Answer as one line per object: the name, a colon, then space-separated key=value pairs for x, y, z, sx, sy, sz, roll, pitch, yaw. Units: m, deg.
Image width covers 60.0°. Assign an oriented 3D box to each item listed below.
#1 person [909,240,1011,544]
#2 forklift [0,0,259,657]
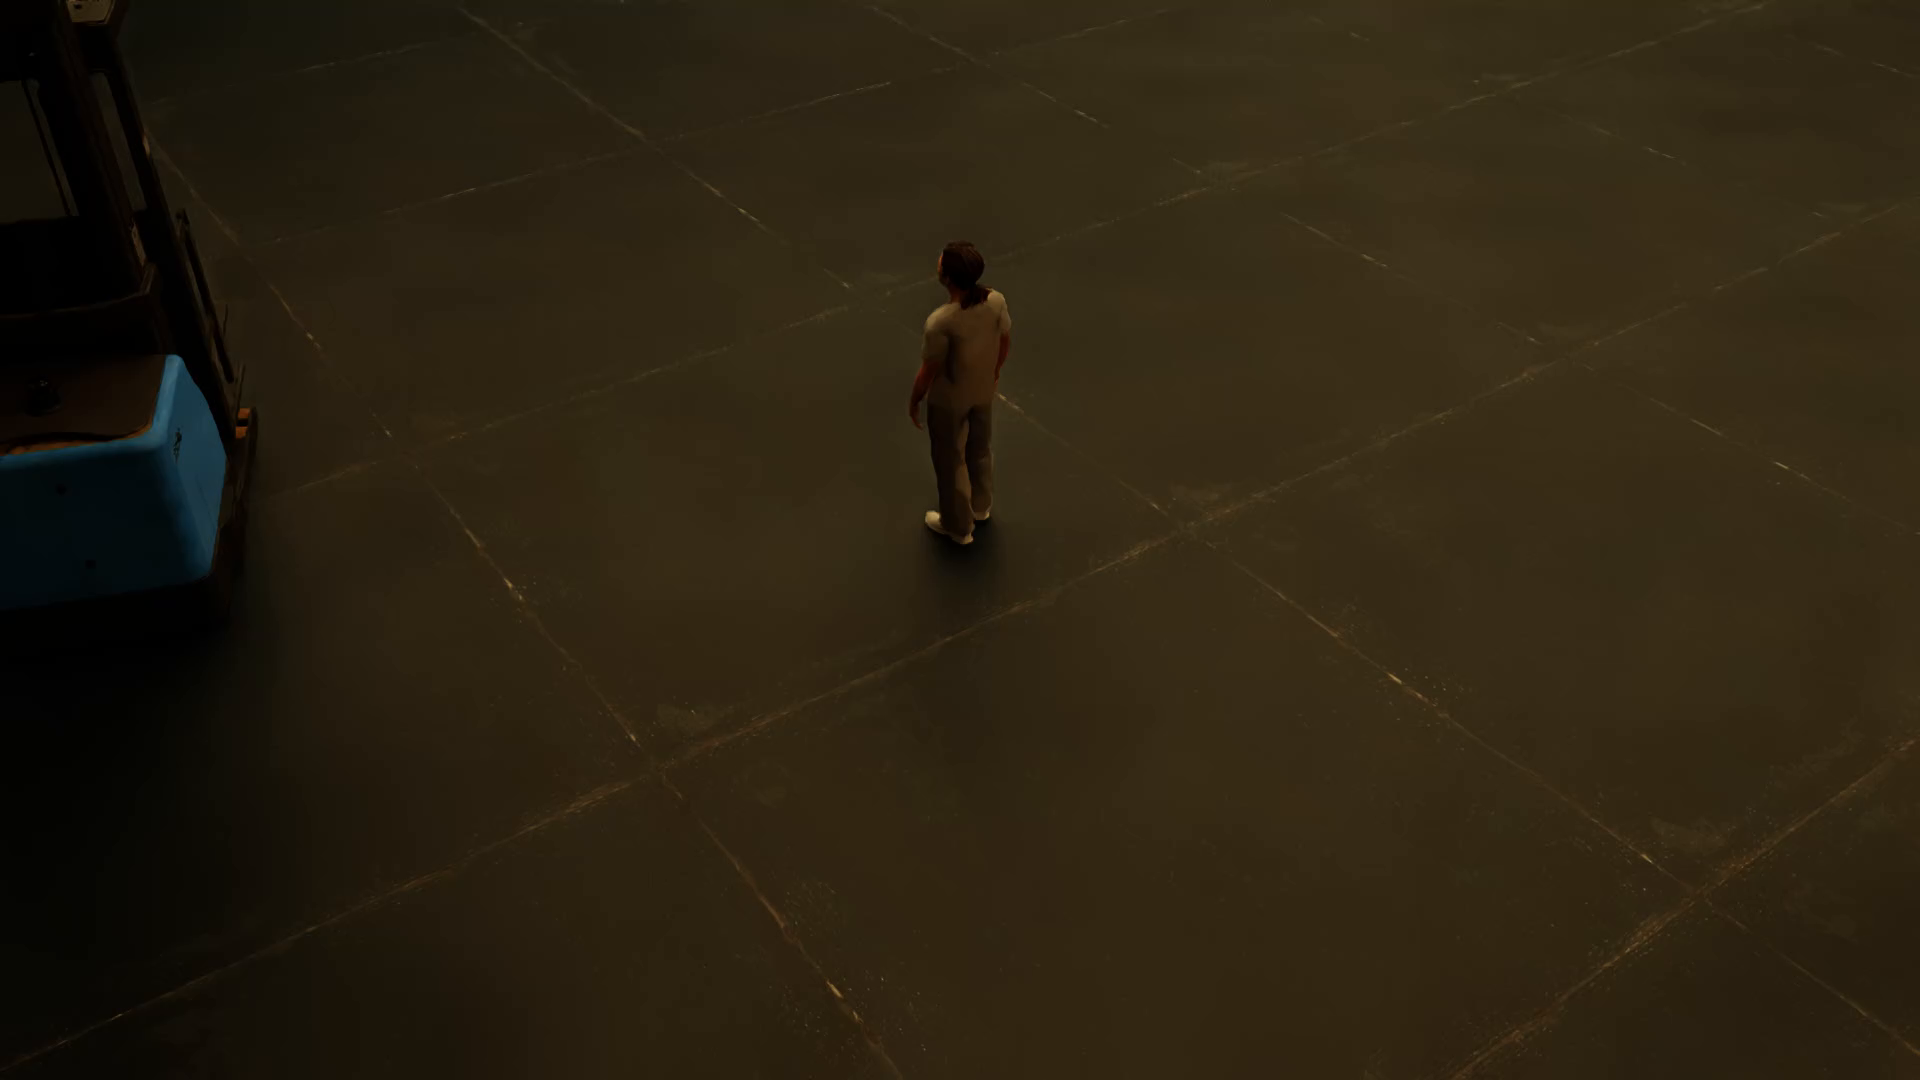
person: x=-0.032 y=-0.720 z=7.962 sx=0.550 sy=1.674 sz=0.548 roll=-23 pitch=42 yaw=-28
forklift: x=-4.339 y=-1.524 z=8.006 sx=1.130 sy=2.935 sz=3.031 roll=-9 pitch=37 yaw=-12
